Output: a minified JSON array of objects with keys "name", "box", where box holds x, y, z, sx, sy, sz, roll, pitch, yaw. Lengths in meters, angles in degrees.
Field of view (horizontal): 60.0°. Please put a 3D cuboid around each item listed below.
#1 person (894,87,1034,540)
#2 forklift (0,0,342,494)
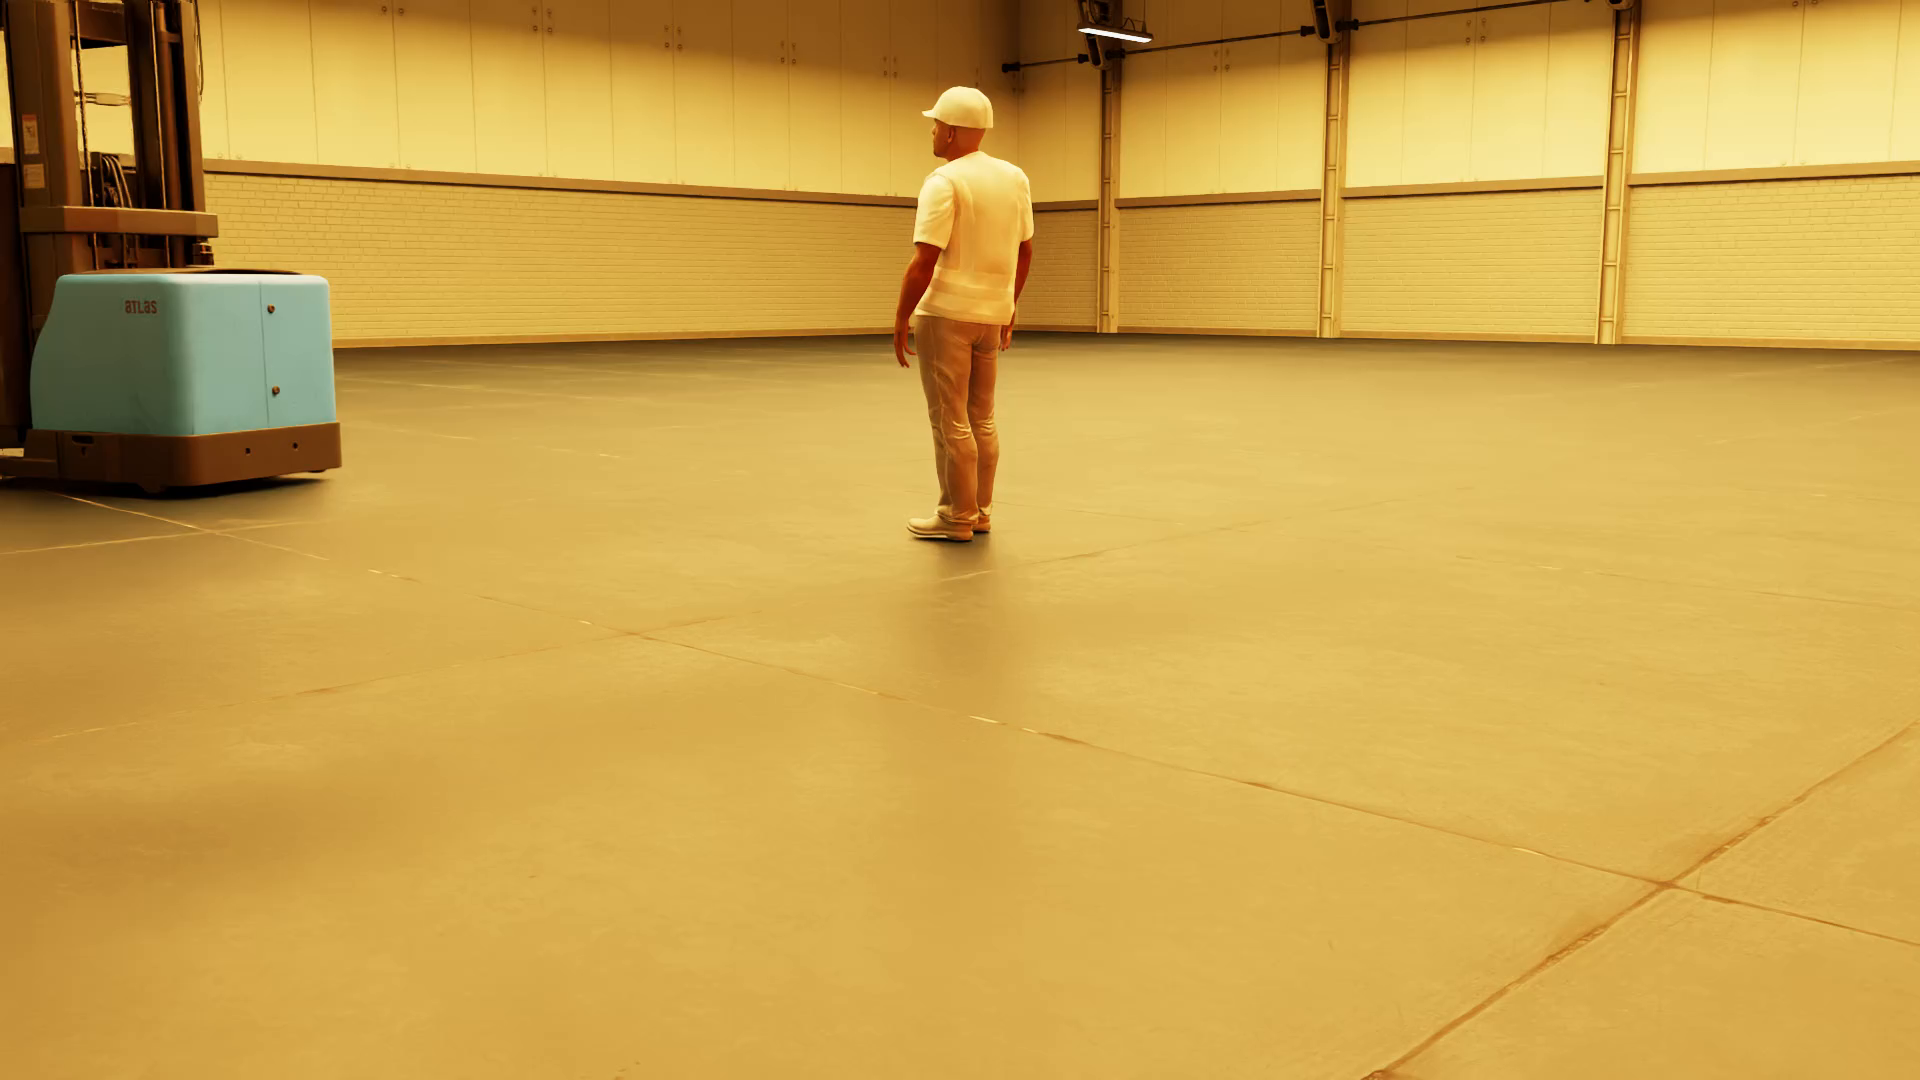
[{"name":"person","box":[-0.045,-0.888,6.637,0.577,1.765,0.665,8,12,43]},{"name":"forklift","box":[-4.830,-1.793,8.781,3.031,2.935,1.130,4,9,24]}]
